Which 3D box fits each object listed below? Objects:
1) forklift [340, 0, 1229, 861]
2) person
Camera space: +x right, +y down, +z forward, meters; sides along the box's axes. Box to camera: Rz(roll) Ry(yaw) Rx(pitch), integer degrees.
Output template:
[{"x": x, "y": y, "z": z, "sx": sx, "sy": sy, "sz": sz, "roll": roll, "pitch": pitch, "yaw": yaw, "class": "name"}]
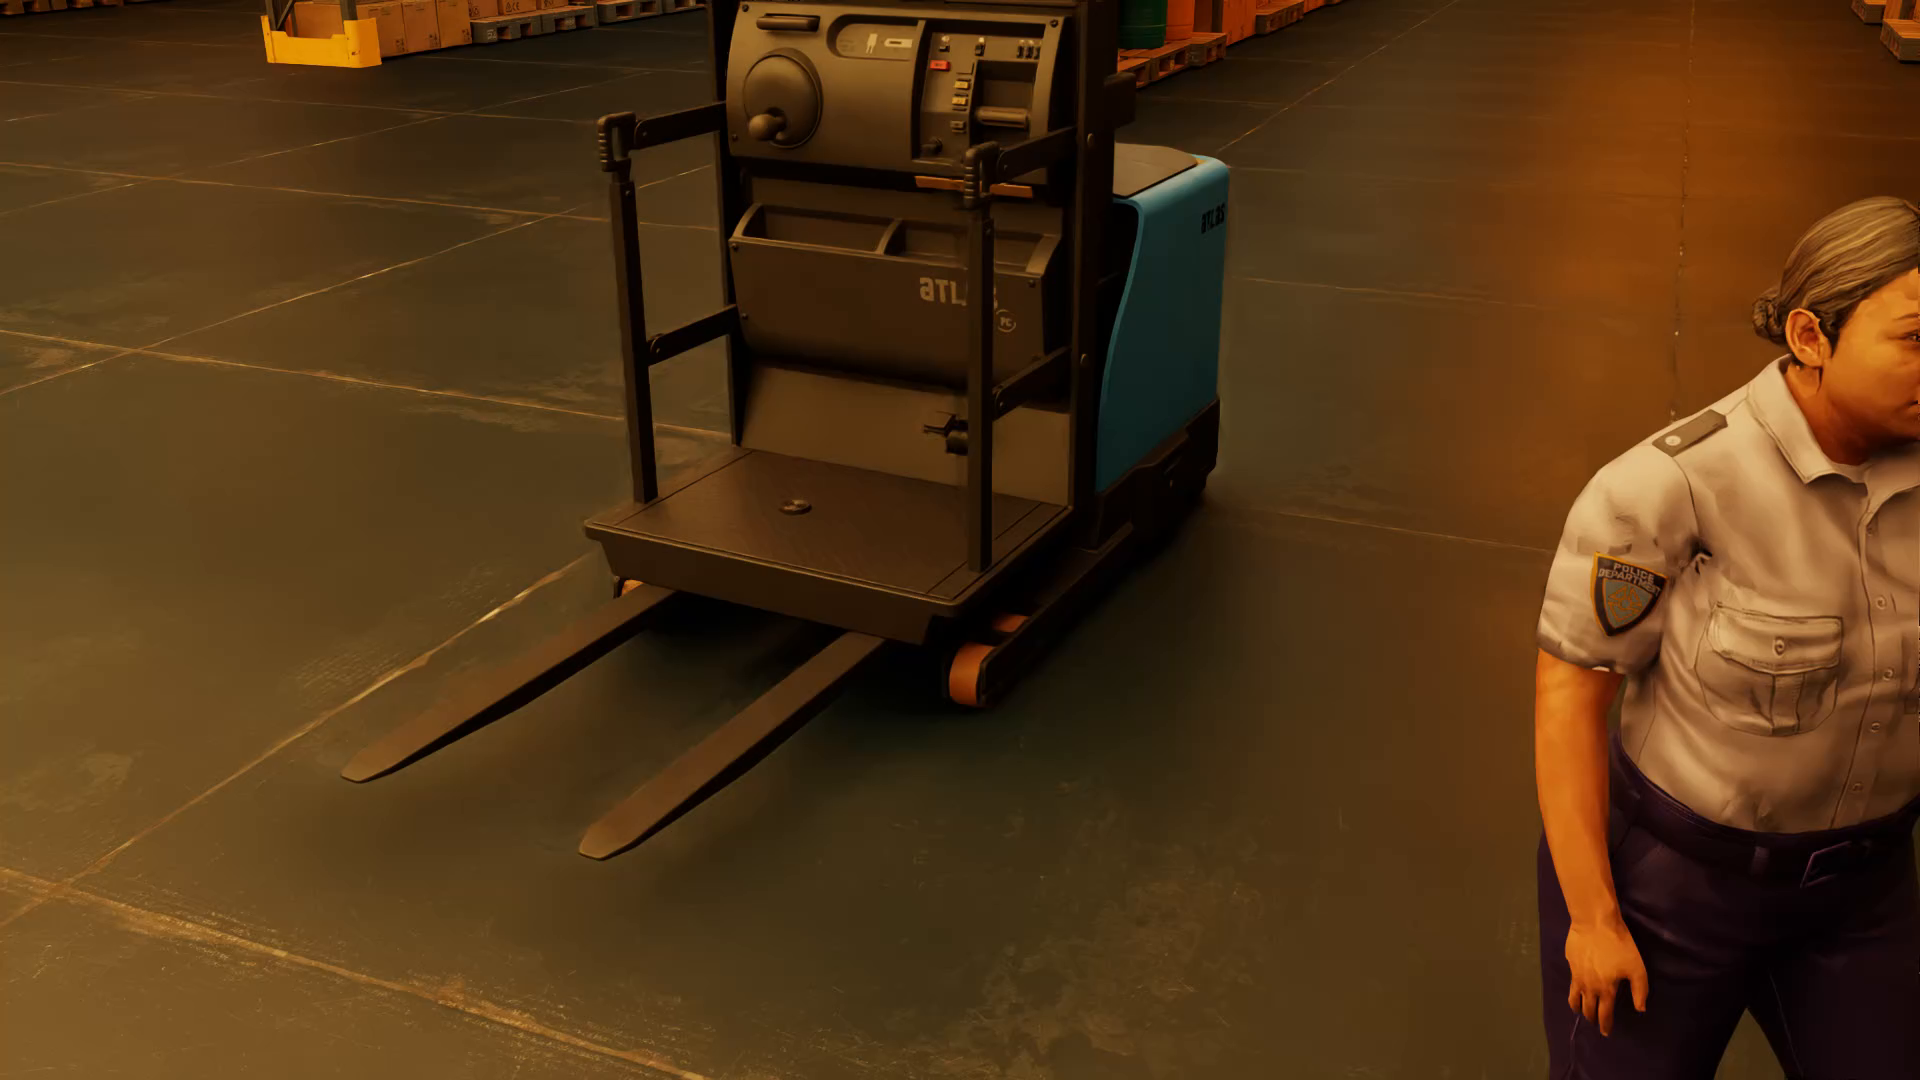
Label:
[{"x": -0.273, "y": -1.130, "z": 3.997, "sx": 1.130, "sy": 2.935, "sz": 3.031, "roll": 11, "pitch": 25, "yaw": 25, "class": "forklift"}, {"x": 0.955, "y": 0.452, "z": 1.967, "sx": 0.577, "sy": 1.691, "sz": 0.520, "roll": -6, "pitch": 23, "yaw": -14, "class": "person"}]
